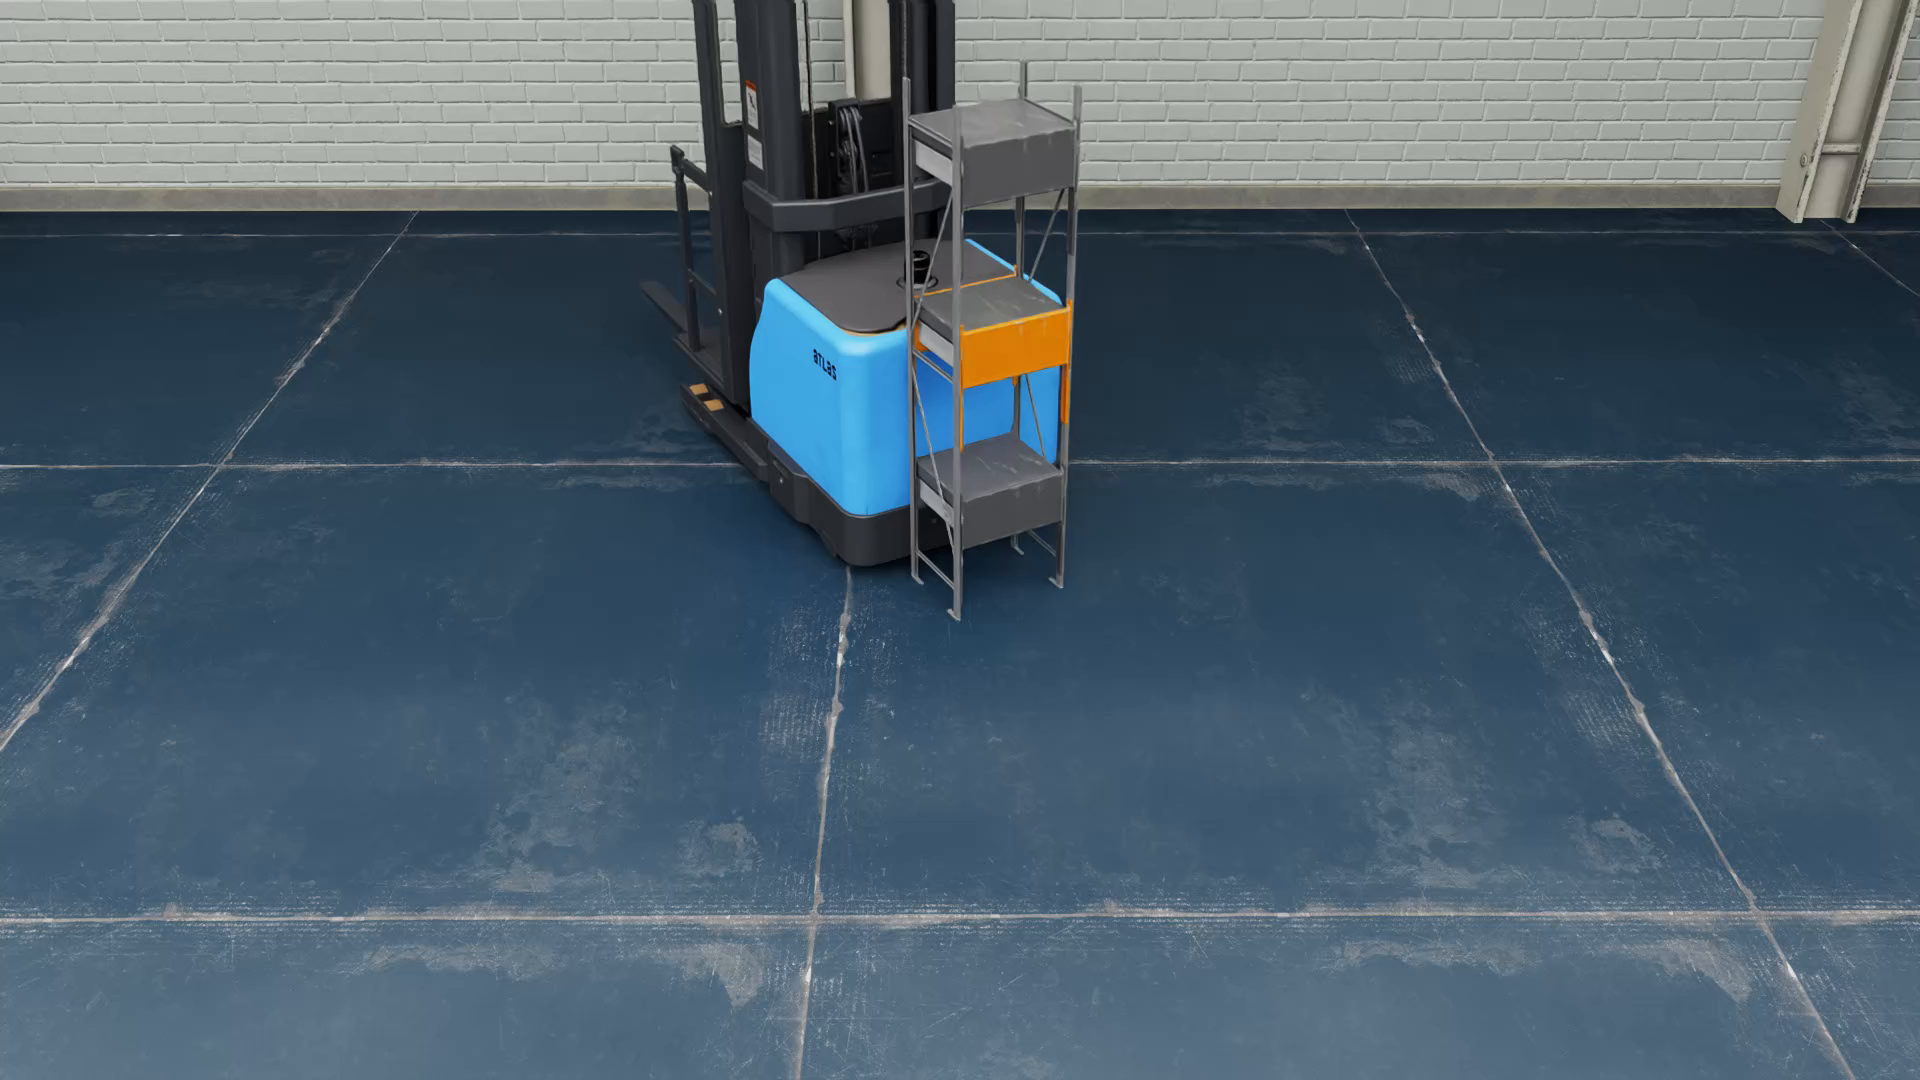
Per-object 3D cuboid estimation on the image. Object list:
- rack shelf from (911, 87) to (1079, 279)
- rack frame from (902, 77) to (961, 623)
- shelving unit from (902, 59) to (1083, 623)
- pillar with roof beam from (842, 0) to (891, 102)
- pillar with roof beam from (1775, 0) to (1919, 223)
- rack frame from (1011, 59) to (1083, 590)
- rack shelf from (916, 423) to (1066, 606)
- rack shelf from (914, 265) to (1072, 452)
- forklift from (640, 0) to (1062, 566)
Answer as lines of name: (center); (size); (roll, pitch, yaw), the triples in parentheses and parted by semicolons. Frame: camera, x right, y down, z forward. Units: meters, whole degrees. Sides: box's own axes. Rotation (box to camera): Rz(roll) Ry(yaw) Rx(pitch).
rack shelf: (0.112, -1.305, 6.053); (0.480, 0.518, 0.431); (-16, 35, -25)
rack frame: (-0.101, -0.656, 6.307); (0.015, 2.100, 0.400); (-16, 35, -25)
shelving unit: (0.112, -0.718, 6.410); (0.503, 2.100, 0.431); (-16, 35, -25)
pillar with roof beam: (-0.475, -3.694, 4.663); (0.400, 9.000, 9.100); (0, 31, 0)
pillar with roof beam: (5.525, -3.712, 4.693); (0.400, 9.000, 9.100); (0, 31, 0)
rack frame: (0.324, -0.781, 6.512); (0.015, 2.100, 0.400); (-16, 35, -25)
rack shelf: (0.112, -0.109, 6.780); (0.480, 0.518, 0.431); (-16, 35, -25)
rack shelf: (0.112, -0.707, 6.417); (0.480, 0.518, 0.431); (-16, 35, -25)
forklift: (-0.725, -1.878, 7.519); (1.130, 2.935, 3.031); (-16, 35, -25)
